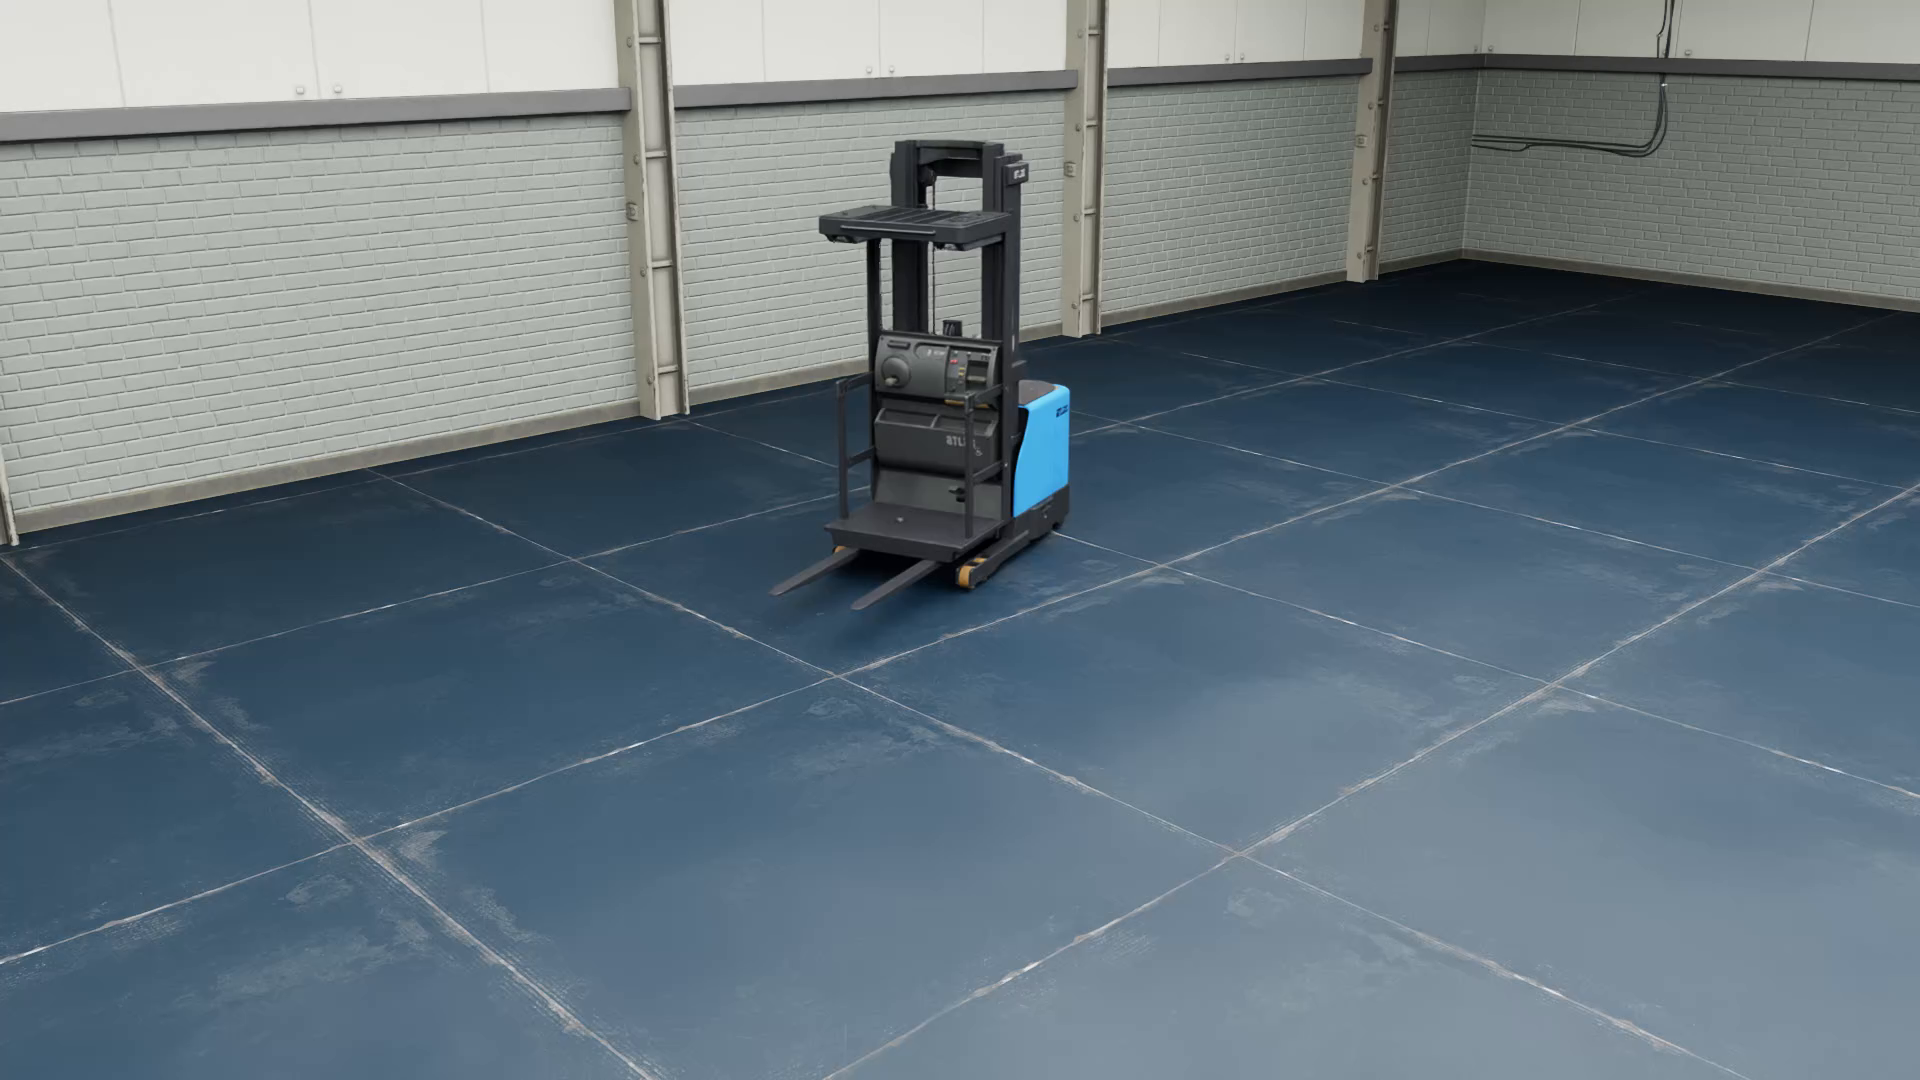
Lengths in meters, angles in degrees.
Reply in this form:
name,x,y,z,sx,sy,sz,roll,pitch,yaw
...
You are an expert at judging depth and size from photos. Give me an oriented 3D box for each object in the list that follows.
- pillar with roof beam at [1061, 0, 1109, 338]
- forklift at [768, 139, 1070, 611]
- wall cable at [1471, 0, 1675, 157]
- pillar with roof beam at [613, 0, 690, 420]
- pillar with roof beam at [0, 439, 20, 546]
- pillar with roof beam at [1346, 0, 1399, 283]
name,x,y,z,sx,sy,sz,roll,pitch,yaw
pillar with roof beam,4.422,-5.821,15.847,0.400,9.000,9.100,-16,24,-41
forklift,-0.262,-1.209,11.460,1.130,2.935,3.031,9,20,25
wall cable,8.873,-6.908,24.234,0.112,2.526,3.097,-16,24,-41
pillar with roof beam,0.062,-4.549,11.925,0.400,9.000,9.100,-16,24,-41
pillar with roof beam,-4.298,-3.278,8.004,0.400,9.000,9.100,-16,24,-41
pillar with roof beam,8.781,-7.092,19.768,0.400,9.000,9.100,-16,24,-41
